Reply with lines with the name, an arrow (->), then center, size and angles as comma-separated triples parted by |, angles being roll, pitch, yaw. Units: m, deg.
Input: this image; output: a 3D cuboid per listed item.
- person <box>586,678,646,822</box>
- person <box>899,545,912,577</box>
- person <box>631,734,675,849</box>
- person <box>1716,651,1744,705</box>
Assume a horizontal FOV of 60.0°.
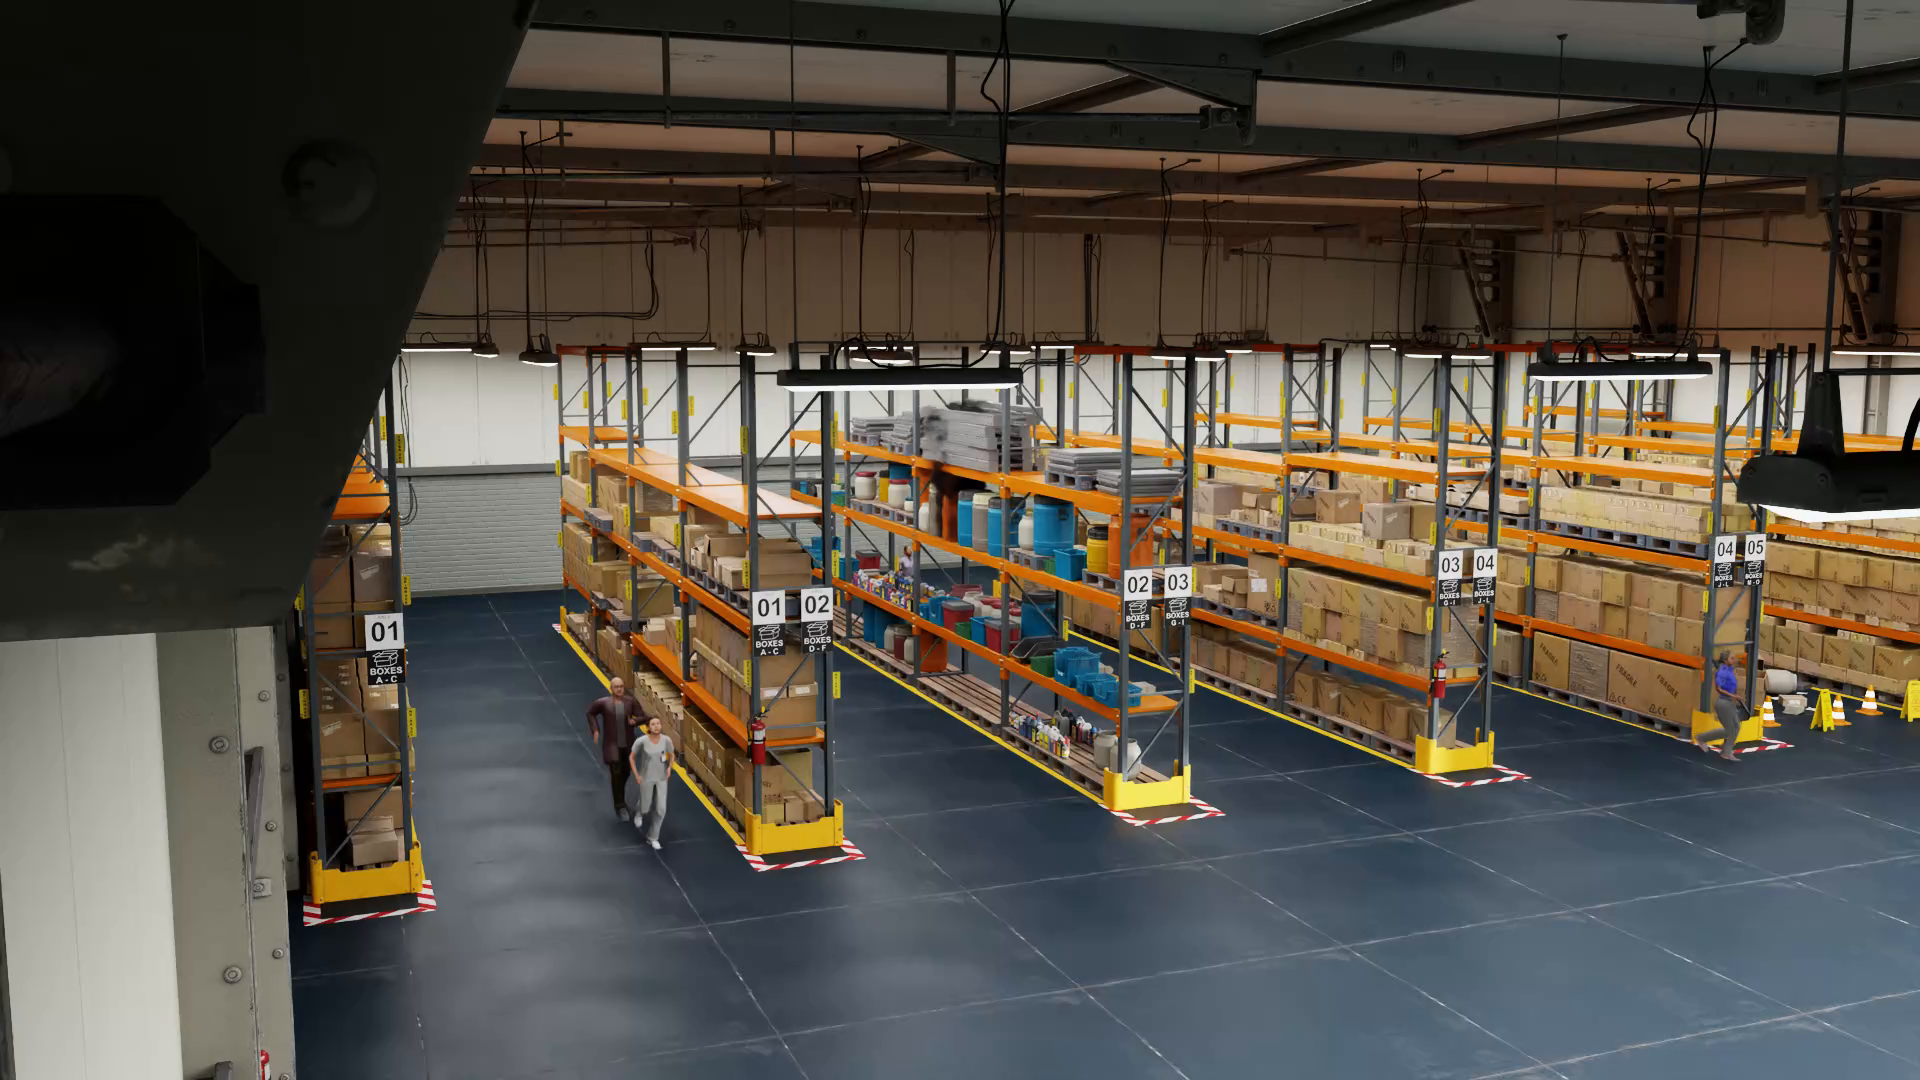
person -> -4.448, 2.673, 21.678 | 0.695, 1.780, 1.046 | -4, 8, -28
person -> -1.106, 0.913, 36.508 | 0.581, 1.604, 0.505 | -5, 9, -35
person -> -3.773, 3.071, 20.515 | 0.538, 1.390, 0.564 | -3, 8, -21
person -> 11.286, 2.039, 24.373 | 0.433, 0.829, 0.575 | 5, 9, 32
